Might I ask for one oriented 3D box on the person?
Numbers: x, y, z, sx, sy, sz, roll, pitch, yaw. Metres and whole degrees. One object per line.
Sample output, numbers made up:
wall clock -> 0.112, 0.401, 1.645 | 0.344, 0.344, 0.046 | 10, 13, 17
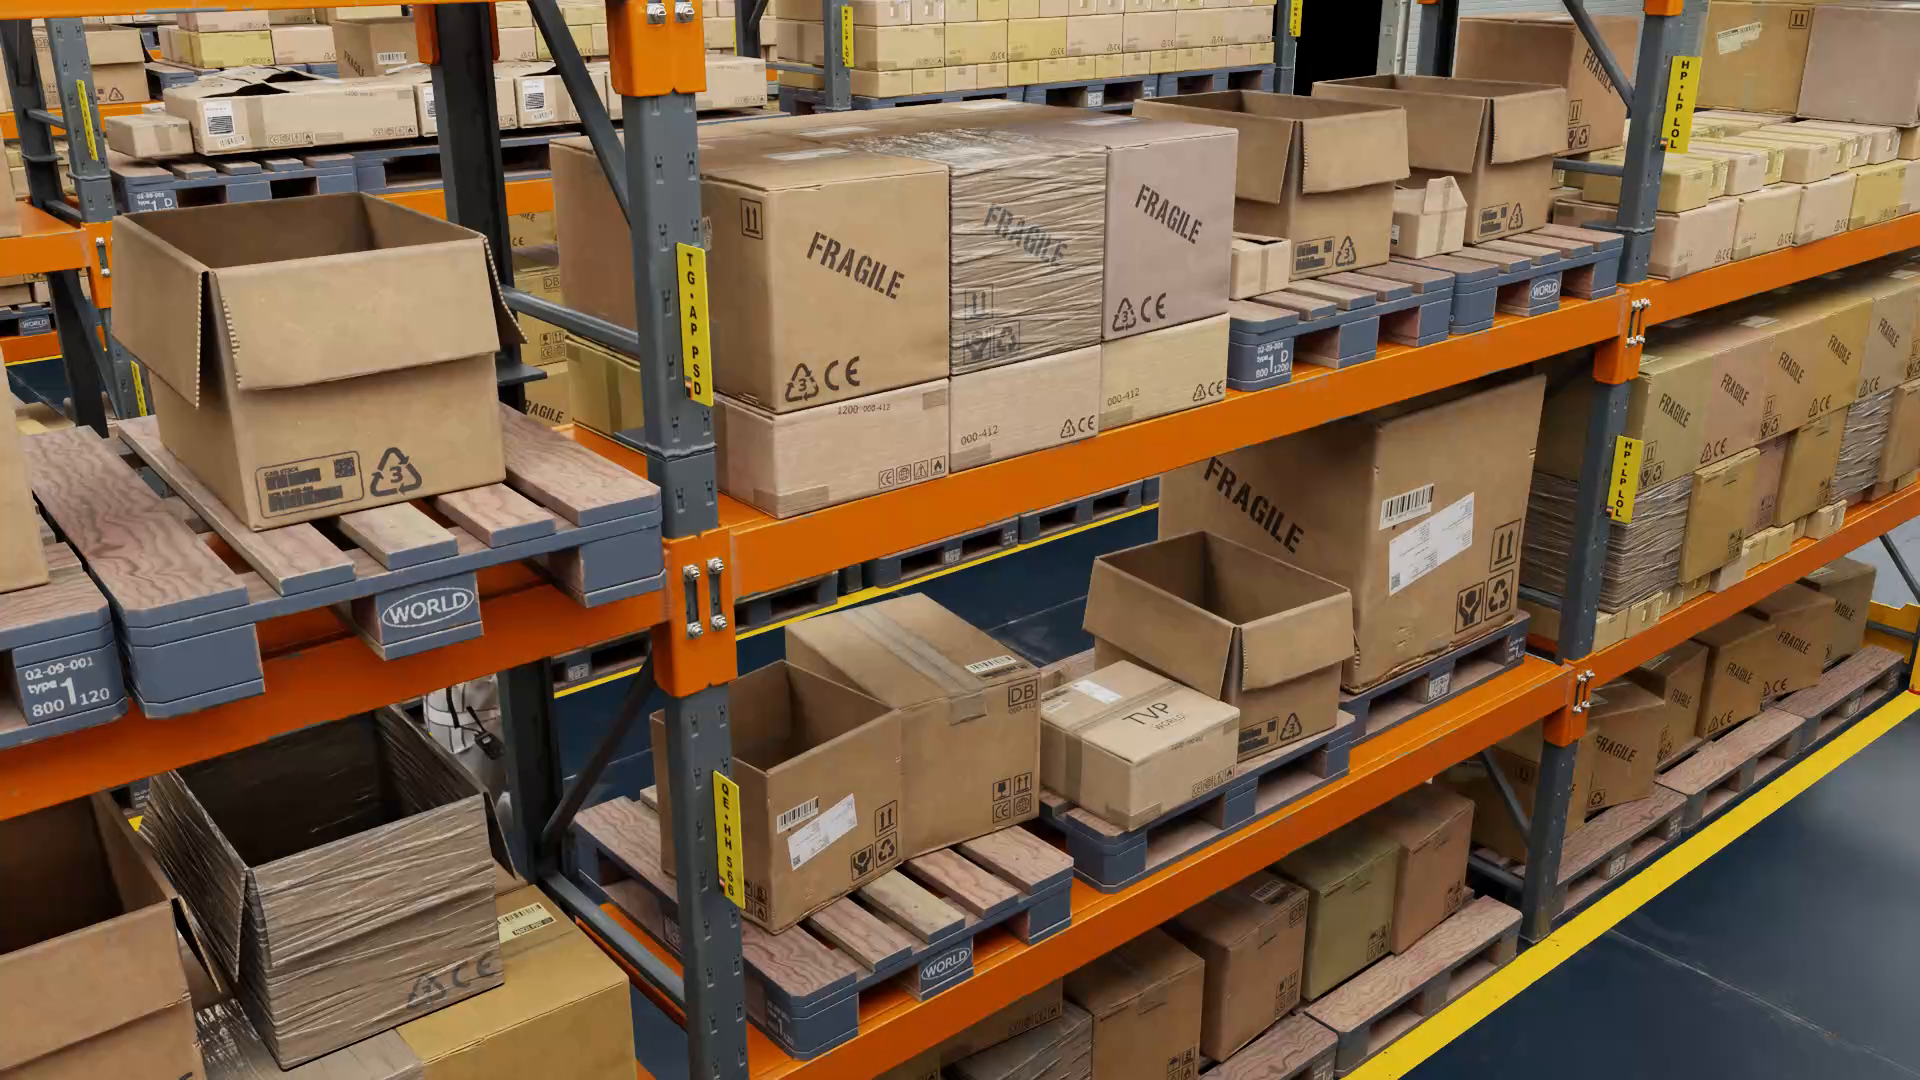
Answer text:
person -> -1.983, 0.798, 6.929 | 0.889, 1.733, 0.540 | -14, 25, -33
